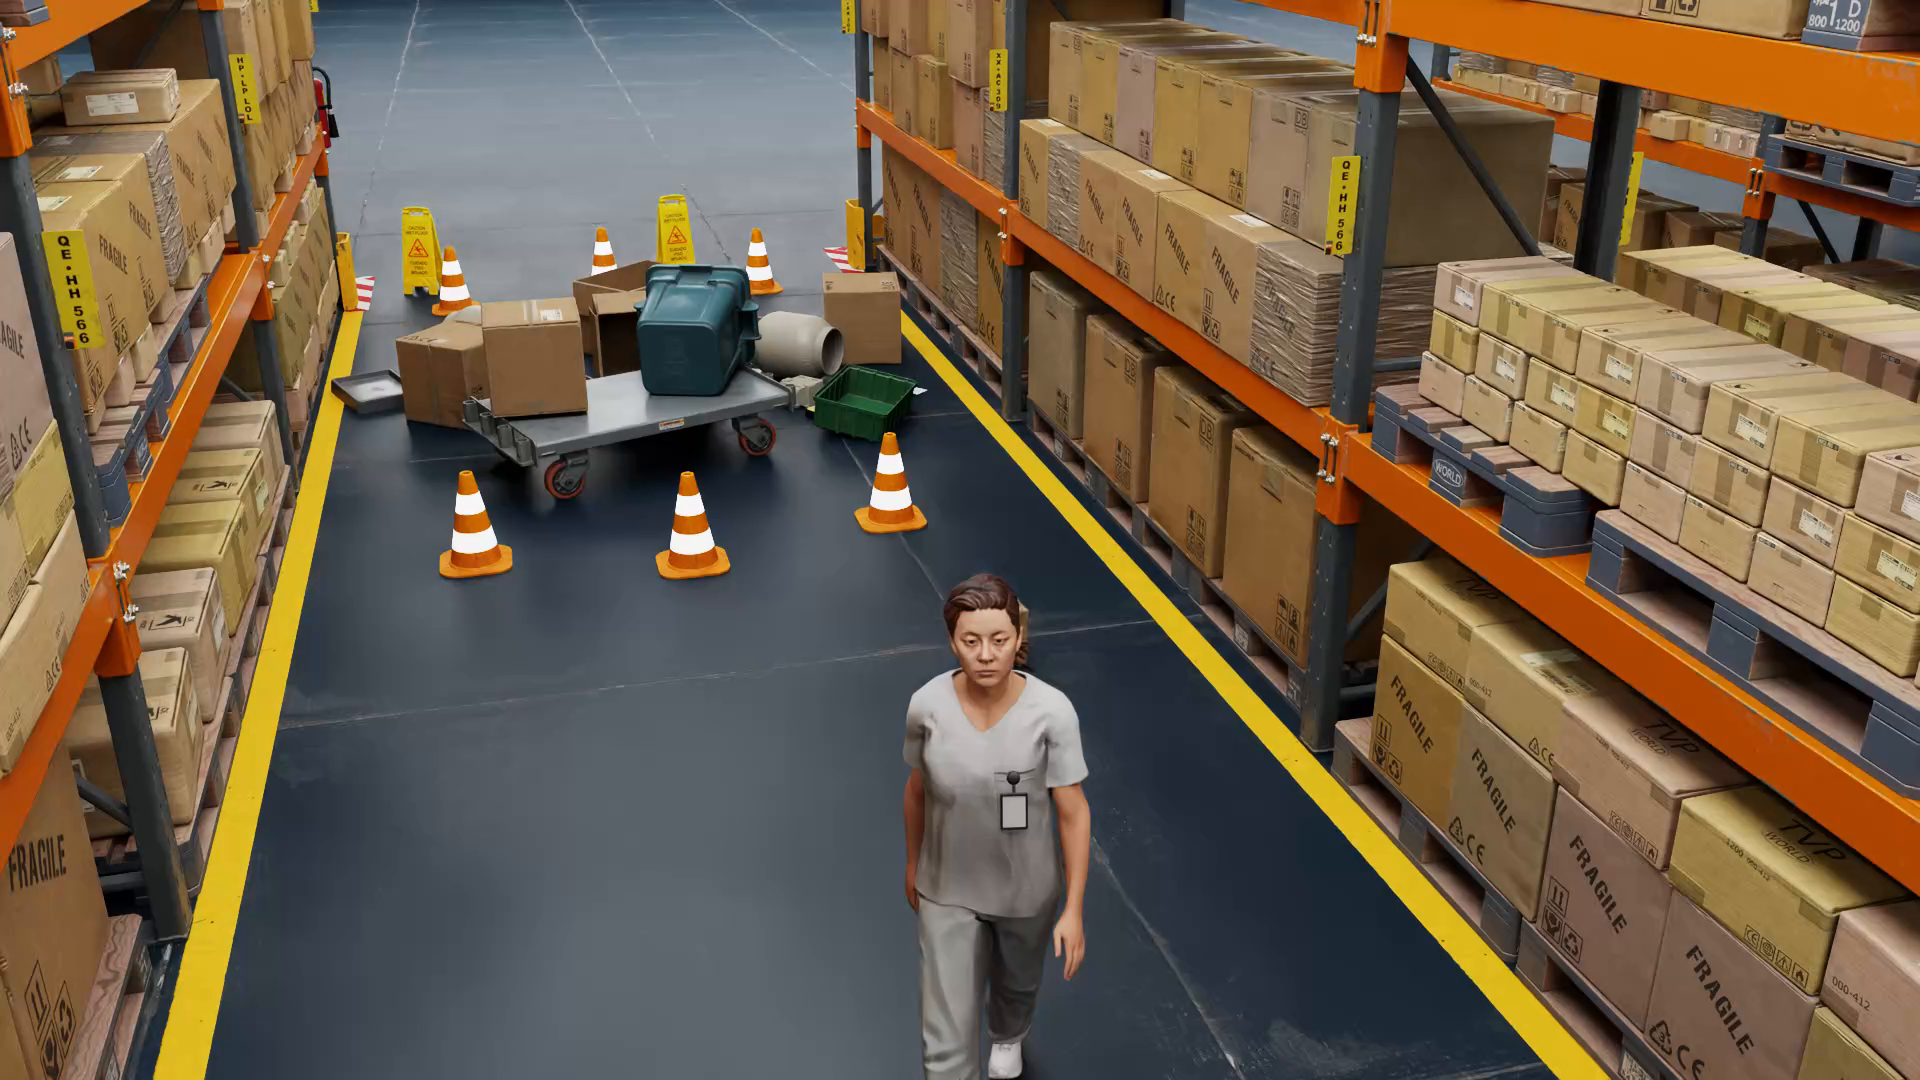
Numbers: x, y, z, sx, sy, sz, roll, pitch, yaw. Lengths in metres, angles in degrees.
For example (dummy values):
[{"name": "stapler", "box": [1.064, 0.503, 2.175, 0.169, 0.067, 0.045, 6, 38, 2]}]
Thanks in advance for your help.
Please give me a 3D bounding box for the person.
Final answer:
[{"name": "person", "box": [0.080, 0.866, 4.061, 0.464, 1.615, 1.022, 1, 23, 3]}]
